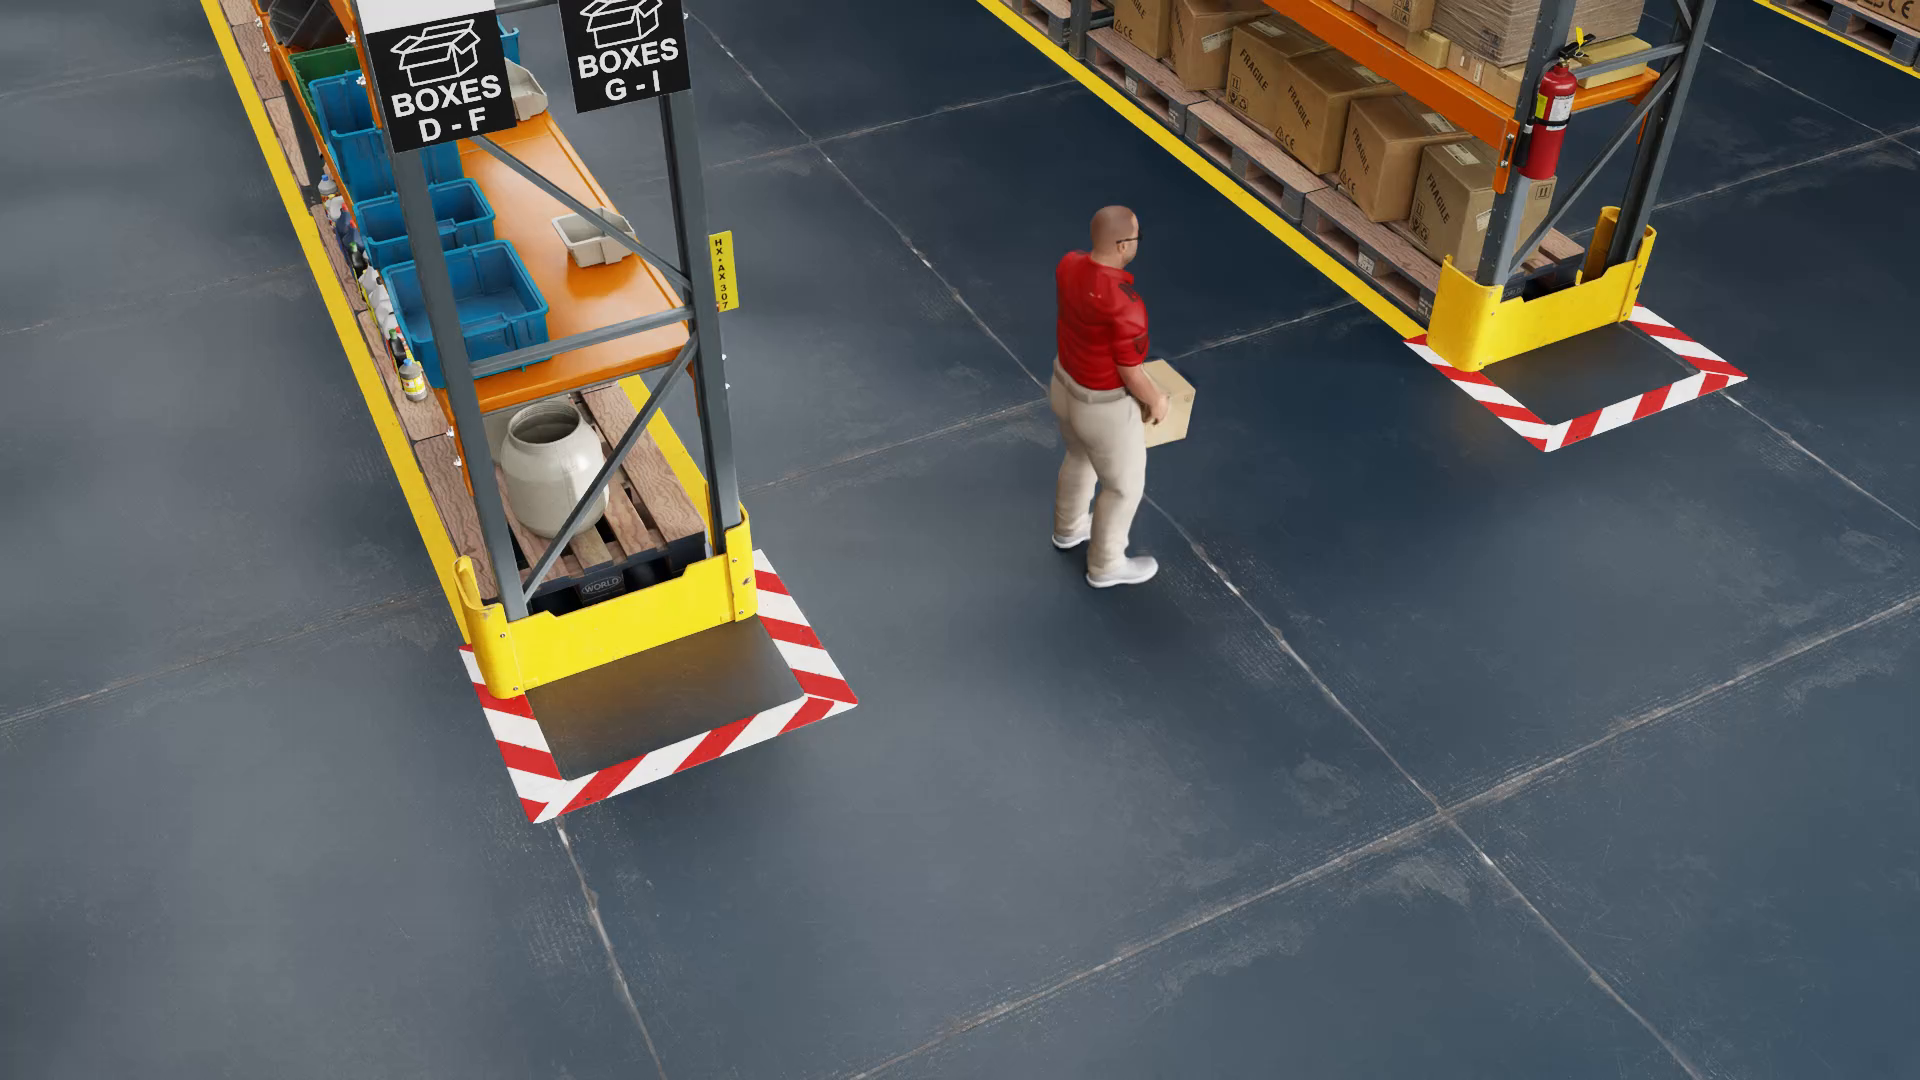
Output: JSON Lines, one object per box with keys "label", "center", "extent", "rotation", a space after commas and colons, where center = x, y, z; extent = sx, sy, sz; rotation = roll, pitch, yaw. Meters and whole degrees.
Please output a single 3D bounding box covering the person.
{"label": "person", "center": [0.603, -0.597, 6.851], "extent": [0.418, 1.733, 0.543], "rotation": [-20, 45, -21]}
